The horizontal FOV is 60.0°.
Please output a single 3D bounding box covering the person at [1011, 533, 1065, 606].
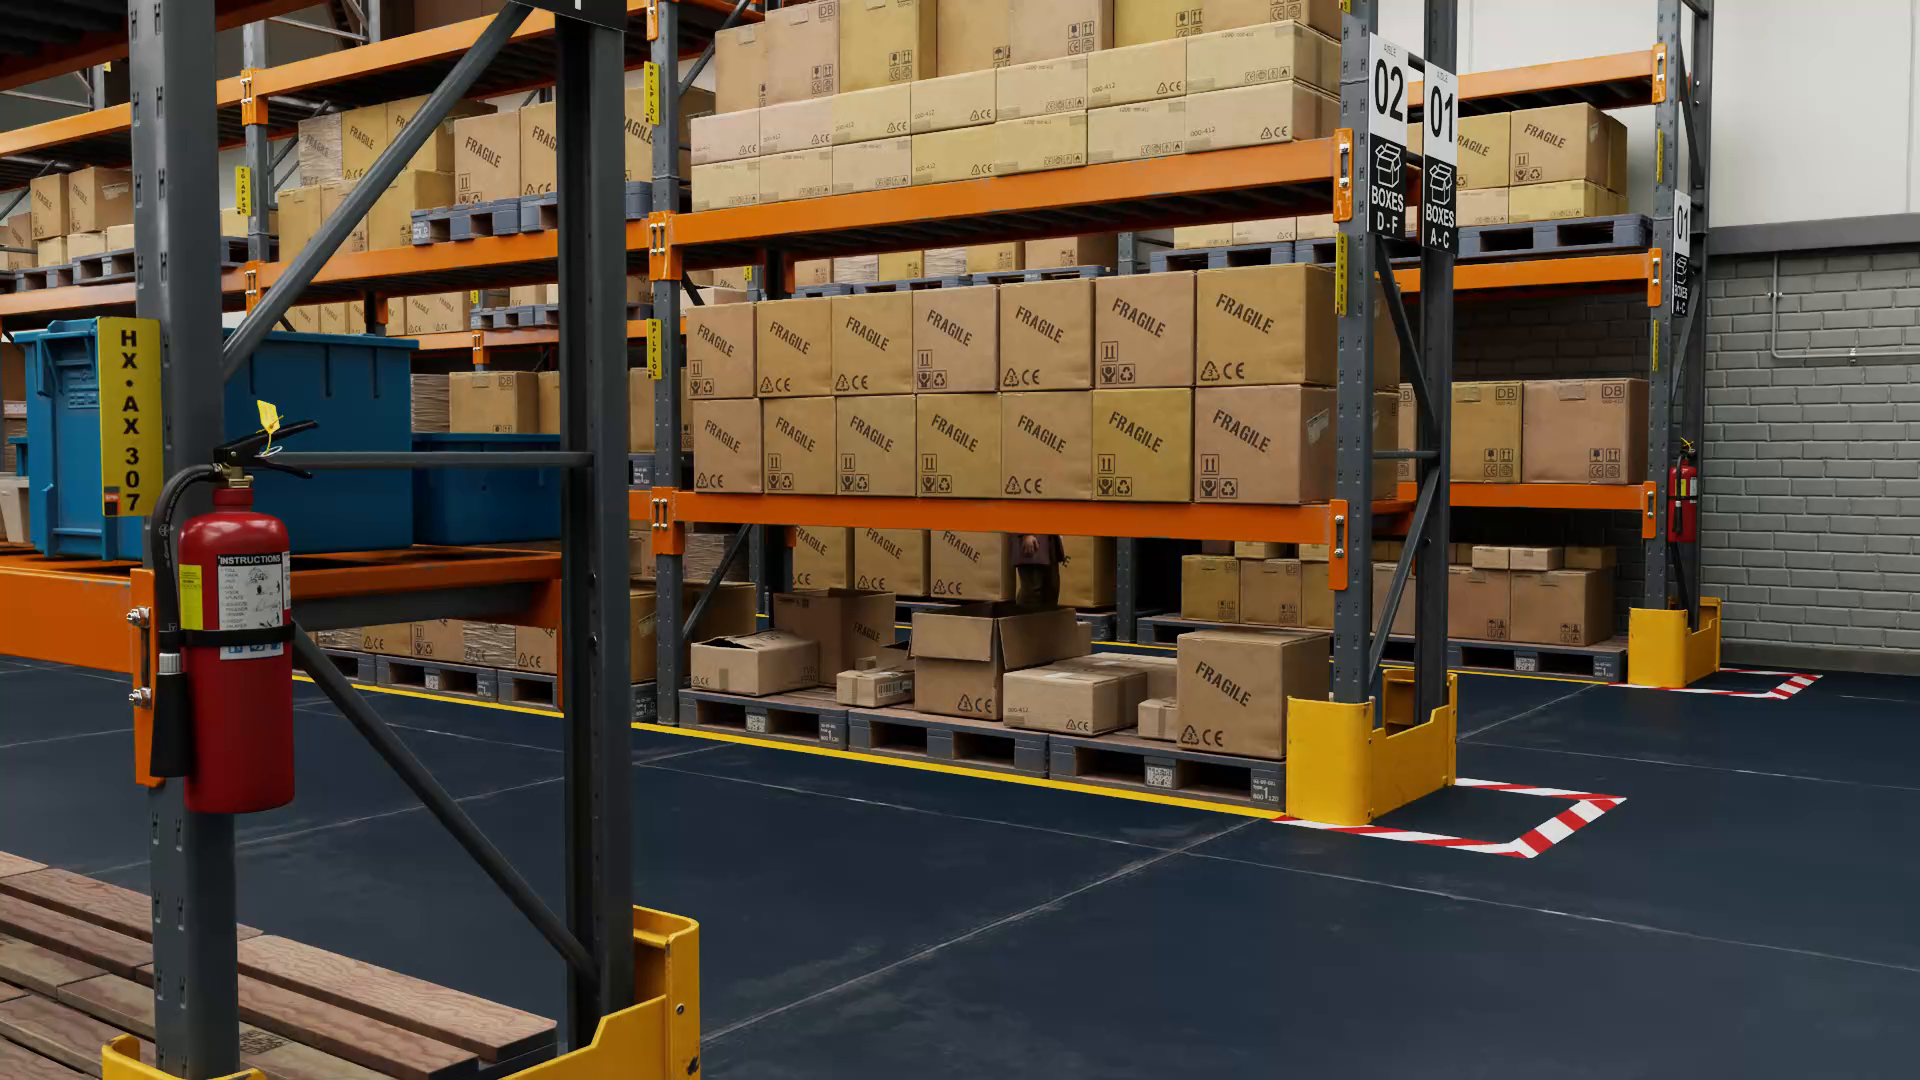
[{"bbox_3d":[0.590,-0.029,12.436,0.420,1.774,0.655,2,4,29],"label":"person"}]
